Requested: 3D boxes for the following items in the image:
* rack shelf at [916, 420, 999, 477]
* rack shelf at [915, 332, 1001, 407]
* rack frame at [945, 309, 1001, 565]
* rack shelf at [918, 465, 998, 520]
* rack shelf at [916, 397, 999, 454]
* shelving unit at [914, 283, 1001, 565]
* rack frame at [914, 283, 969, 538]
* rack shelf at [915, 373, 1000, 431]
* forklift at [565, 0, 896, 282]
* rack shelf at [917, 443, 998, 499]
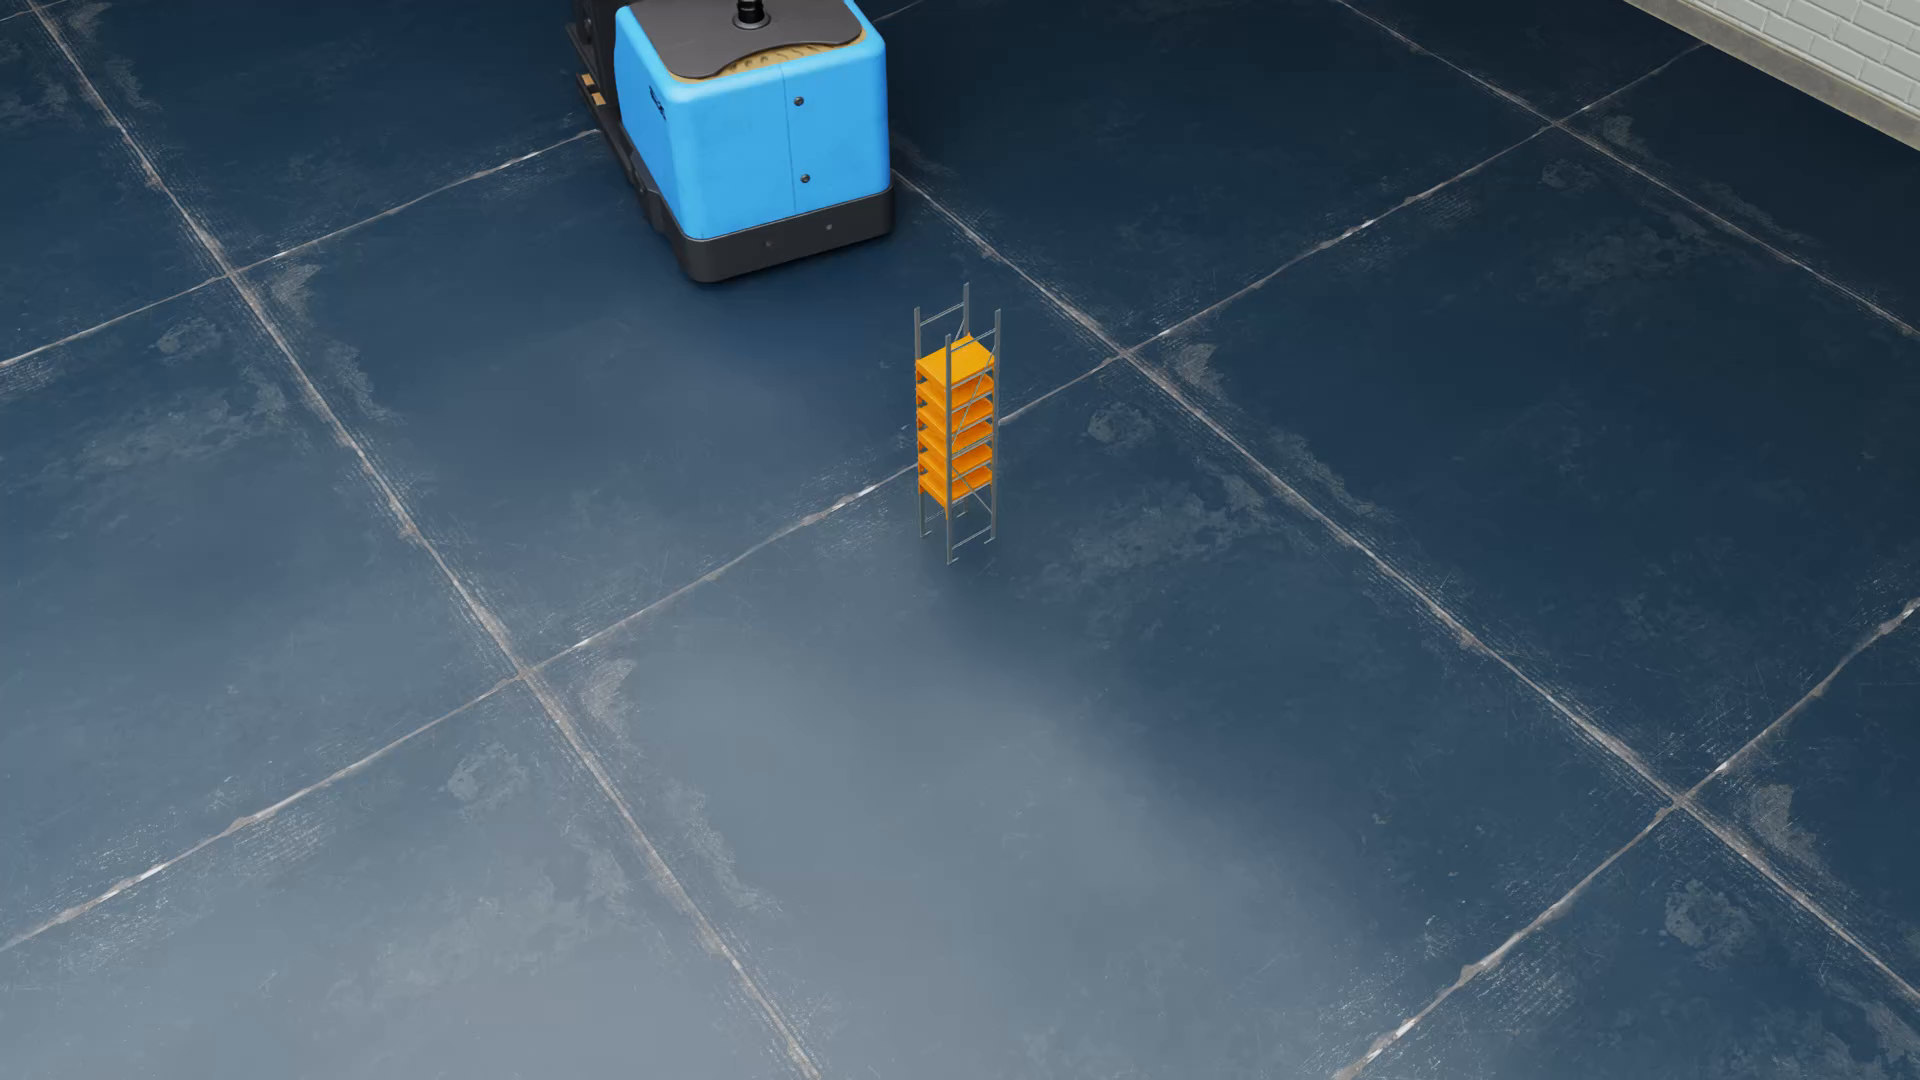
[{"bbox_3d":[-0.009,-0.382,6.345,0.258,0.103,0.180,-29,54,-24],"label":"rack shelf"},{"bbox_3d":[-0.009,-0.623,6.078,0.258,0.103,0.180,-29,54,-24],"label":"rack shelf"},{"bbox_3d":[0.047,-0.358,6.263,0.240,1.200,0.006,-29,54,-24],"label":"rack frame"},{"bbox_3d":[-0.009,-0.220,6.523,0.258,0.103,0.180,-29,54,-24],"label":"rack shelf"},{"bbox_3d":[-0.009,-0.462,6.256,0.258,0.103,0.180,-29,54,-24],"label":"rack shelf"},{"bbox_3d":[-0.009,-0.412,6.312,0.258,1.200,0.189,-29,54,-24],"label":"shelving unit"},{"bbox_3d":[-0.064,-0.465,6.361,0.240,1.200,0.006,-29,54,-24],"label":"rack frame"},{"bbox_3d":[-0.009,-0.543,6.167,0.258,0.103,0.180,-29,54,-24],"label":"rack shelf"},{"bbox_3d":[-1.384,-3.290,7.753,1.130,2.935,3.031,-19,51,-16],"label":"forklift"},{"bbox_3d":[-0.009,-0.301,6.434,0.258,0.103,0.180,-29,54,-24],"label":"rack shelf"}]
